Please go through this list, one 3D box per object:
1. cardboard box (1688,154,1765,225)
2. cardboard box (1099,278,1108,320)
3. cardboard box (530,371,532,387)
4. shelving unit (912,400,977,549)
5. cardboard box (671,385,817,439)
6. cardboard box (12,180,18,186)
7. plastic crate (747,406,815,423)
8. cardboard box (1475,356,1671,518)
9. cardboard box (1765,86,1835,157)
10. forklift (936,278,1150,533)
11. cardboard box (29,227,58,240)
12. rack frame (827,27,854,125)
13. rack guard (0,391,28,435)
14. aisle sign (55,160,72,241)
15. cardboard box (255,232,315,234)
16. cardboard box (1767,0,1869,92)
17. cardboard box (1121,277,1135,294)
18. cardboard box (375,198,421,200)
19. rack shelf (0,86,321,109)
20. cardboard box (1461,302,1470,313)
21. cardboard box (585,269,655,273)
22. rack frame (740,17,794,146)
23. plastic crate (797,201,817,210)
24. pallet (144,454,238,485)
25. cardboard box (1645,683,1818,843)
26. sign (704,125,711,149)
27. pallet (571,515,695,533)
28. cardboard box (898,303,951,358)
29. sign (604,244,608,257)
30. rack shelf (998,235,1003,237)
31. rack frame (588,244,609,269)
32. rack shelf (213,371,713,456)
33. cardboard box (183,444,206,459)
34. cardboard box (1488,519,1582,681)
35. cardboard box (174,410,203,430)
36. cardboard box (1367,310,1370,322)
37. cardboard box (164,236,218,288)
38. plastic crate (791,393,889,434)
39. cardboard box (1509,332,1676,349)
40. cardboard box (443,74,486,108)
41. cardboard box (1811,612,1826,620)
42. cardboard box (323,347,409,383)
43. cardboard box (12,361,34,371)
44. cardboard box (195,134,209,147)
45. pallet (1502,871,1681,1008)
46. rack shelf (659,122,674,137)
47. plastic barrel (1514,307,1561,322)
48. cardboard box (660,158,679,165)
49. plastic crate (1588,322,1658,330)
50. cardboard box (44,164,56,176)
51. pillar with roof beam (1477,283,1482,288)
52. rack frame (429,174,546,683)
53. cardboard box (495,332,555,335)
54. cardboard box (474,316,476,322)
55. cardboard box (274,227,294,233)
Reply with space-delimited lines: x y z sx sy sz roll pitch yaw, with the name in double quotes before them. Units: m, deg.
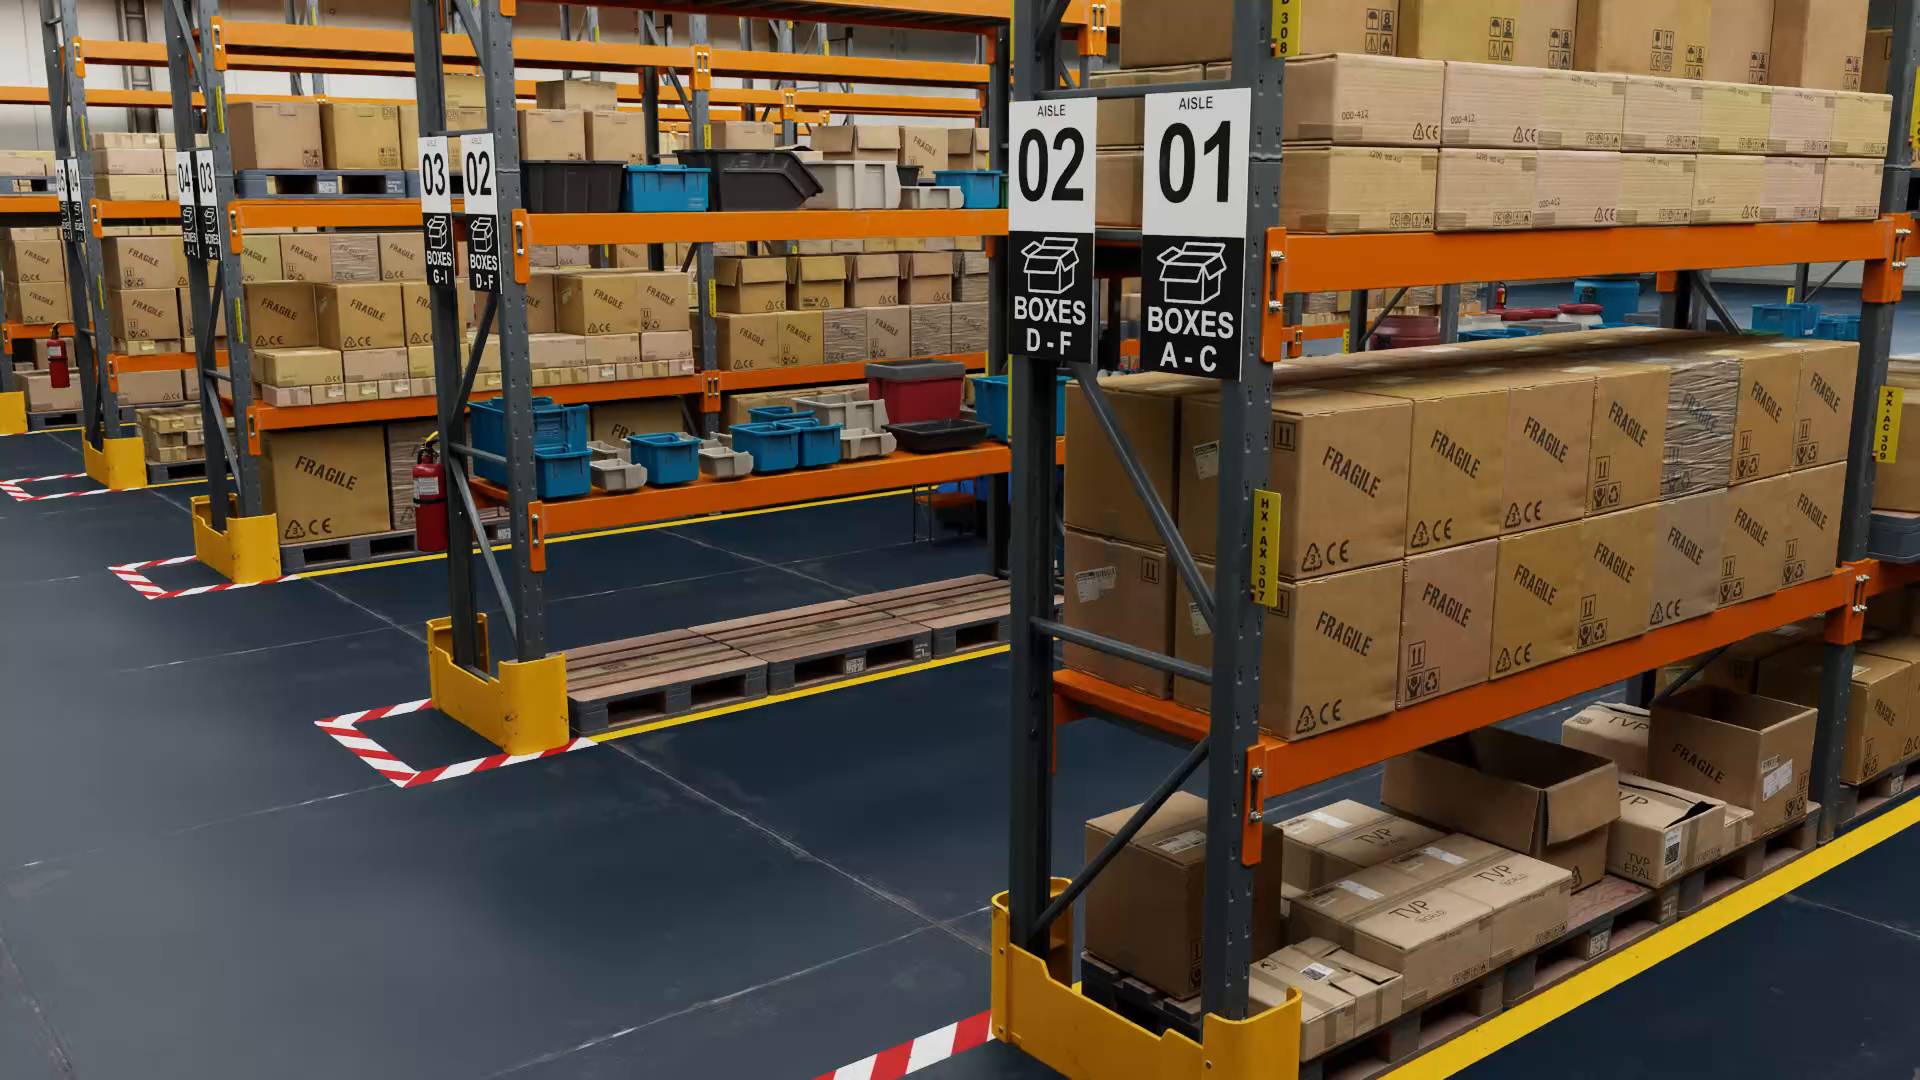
"cardboard box" 2.652 -1.319 6.257 0.500 0.250 0.500 -9 15 -38
"cardboard box" 1.356 -2.706 18.401 0.500 0.500 0.700 -7 14 -29
"cardboard box" -3.774 -1.352 13.881 0.250 0.149 0.380 -9 15 -37
"shelving unit" -0.129 -0.565 13.903 0.503 1.200 0.258 -9 15 -38
"cardboard box" -2.051 -1.020 15.816 0.875 0.875 1.225 -9 15 -37
"cardboard box" -14.055 -5.283 24.208 0.500 0.250 0.500 -9 15 -37
"plastic crate" -1.124 -0.701 10.467 0.300 0.233 0.416 -9 15 -38
"cardboard box" 2.229 -0.394 6.113 0.500 0.500 0.500 -10 15 -38
"cardboard box" 3.045 -1.628 6.508 0.500 0.250 0.500 -9 15 -38
"forklift" 1.142 -1.713 15.140 1.130 2.935 3.031 11 16 41
"cardboard box" -11.242 -3.758 20.396 0.250 0.149 0.380 -9 15 -36
"rack frame" -2.462 -8.671 33.301 0.127 3.000 1.000 -9 15 -38
"rack guard" -11.871 -1.630 20.602 0.348 0.500 1.175 -9 15 -38
"aisle sign" -8.926 -3.377 16.553 0.004 0.787 0.394 -9 15 -38
"cardboard box" -7.272 -3.053 17.923 0.500 0.500 0.500 -10 16 -40
"cardboard box" 3.292 -2.097 6.911 0.500 0.500 0.700 -9 15 -38
"cardboard box" 2.232 -3.958 25.184 0.500 0.550 0.875 -9 15 -38
"cardboard box" -6.169 -3.809 17.984 0.500 0.250 0.500 -9 15 -38
"rack shelf" -10.291 -5.503 21.073 4.000 0.370 1.077 -9 15 -38
"cardboard box" 6.543 -3.099 22.107 0.250 0.149 0.380 -9 15 -38
"cardboard box" -3.072 -2.186 15.042 0.500 0.500 0.500 -9 15 -38
"rack frame" -2.434 -6.039 20.904 0.127 3.000 1.000 -9 15 -38
"plastic crate" -1.109 -2.092 10.173 0.530 0.136 0.437 -9 15 -38
"pallet" -7.965 -0.812 17.444 1.213 0.211 1.003 -9 15 -38
"cardboard box" 3.380 0.967 7.312 0.500 0.500 0.500 -9 15 -38
"sign" -2.190 -3.437 14.436 0.005 0.325 0.100 -9 15 -38
"pallet" -3.181 -0.318 15.117 1.213 0.211 1.003 -9 15 -38
"cardboard box" -0.442 -2.100 16.555 0.500 0.500 0.500 -10 16 -39
"sign" -5.256 -4.371 24.704 0.005 0.325 0.100 -9 15 -38
"rack shelf" 2.118 -2.339 12.434 4.000 0.370 1.077 -9 15 -38
"rack frame" -5.605 -3.894 25.246 0.127 3.000 1.000 -9 15 -38
"rack shelf" -4.100 -1.156 14.085 4.000 0.370 1.077 -9 15 -38
"cardboard box" -7.919 -0.940 17.189 0.250 0.149 0.380 -10 15 -38
"cardboard box" 1.829 0.162 5.902 0.500 0.500 0.500 -9 15 -38
"cardboard box" -7.920 -1.236 17.150 0.250 0.149 0.380 -9 15 -37
"cardboard box" 4.856 -2.789 20.647 0.250 0.149 0.380 -9 15 -38
"cardboard box" -7.775 -2.832 16.878 0.500 0.500 0.500 -9 15 -36
"plastic crate" -0.751 -0.768 10.663 0.530 0.282 0.437 -9 15 -38
"cardboard box" 2.701 -0.616 7.160 0.500 0.500 0.500 -10 16 -39
"cardboard box" -4.078 -3.647 13.561 0.500 0.250 0.500 -10 16 -39
"cardboard box" 4.637 0.609 8.999 0.500 0.500 0.500 -9 15 -37
"cardboard box" -4.716 -1.408 13.182 0.500 0.250 0.500 -10 15 -38
"cardboard box" -14.063 -2.584 24.930 0.250 0.149 0.380 -10 16 -40
"cardboard box" -7.628 -3.990 16.673 0.250 0.149 0.380 -9 15 -37
"pallet" 2.157 1.452 6.784 1.213 0.211 1.003 -9 15 -38
"rack shelf" -7.148 -7.345 29.750 4.000 0.370 1.077 -9 15 -38
"plastic barrel" 5.346 -1.885 15.458 0.433 0.535 0.433 0 12 0
"cardboard box" -3.497 -4.374 20.044 0.500 0.500 0.500 -9 15 -38
"plastic crate" 6.136 -1.801 15.428 0.575 0.384 0.392 -9 15 -38
"cardboard box" -11.280 -4.595 20.679 0.250 0.149 0.380 -11 16 -42
"pillar with roof beam" 17.861 -11.143 44.941 0.548 9.000 9.100 -9 15 -38
"rack frame" -2.567 -0.445 9.005 0.127 3.000 1.000 -9 15 -38
"cardboard box" -3.861 -1.690 14.509 0.500 0.250 0.500 -9 15 -36
"cardboard box" -6.896 -2.869 24.523 0.875 0.875 0.875 -9 15 -37
"cardboard box" -9.044 -4.122 22.111 0.250 0.149 0.380 -9 15 -36
